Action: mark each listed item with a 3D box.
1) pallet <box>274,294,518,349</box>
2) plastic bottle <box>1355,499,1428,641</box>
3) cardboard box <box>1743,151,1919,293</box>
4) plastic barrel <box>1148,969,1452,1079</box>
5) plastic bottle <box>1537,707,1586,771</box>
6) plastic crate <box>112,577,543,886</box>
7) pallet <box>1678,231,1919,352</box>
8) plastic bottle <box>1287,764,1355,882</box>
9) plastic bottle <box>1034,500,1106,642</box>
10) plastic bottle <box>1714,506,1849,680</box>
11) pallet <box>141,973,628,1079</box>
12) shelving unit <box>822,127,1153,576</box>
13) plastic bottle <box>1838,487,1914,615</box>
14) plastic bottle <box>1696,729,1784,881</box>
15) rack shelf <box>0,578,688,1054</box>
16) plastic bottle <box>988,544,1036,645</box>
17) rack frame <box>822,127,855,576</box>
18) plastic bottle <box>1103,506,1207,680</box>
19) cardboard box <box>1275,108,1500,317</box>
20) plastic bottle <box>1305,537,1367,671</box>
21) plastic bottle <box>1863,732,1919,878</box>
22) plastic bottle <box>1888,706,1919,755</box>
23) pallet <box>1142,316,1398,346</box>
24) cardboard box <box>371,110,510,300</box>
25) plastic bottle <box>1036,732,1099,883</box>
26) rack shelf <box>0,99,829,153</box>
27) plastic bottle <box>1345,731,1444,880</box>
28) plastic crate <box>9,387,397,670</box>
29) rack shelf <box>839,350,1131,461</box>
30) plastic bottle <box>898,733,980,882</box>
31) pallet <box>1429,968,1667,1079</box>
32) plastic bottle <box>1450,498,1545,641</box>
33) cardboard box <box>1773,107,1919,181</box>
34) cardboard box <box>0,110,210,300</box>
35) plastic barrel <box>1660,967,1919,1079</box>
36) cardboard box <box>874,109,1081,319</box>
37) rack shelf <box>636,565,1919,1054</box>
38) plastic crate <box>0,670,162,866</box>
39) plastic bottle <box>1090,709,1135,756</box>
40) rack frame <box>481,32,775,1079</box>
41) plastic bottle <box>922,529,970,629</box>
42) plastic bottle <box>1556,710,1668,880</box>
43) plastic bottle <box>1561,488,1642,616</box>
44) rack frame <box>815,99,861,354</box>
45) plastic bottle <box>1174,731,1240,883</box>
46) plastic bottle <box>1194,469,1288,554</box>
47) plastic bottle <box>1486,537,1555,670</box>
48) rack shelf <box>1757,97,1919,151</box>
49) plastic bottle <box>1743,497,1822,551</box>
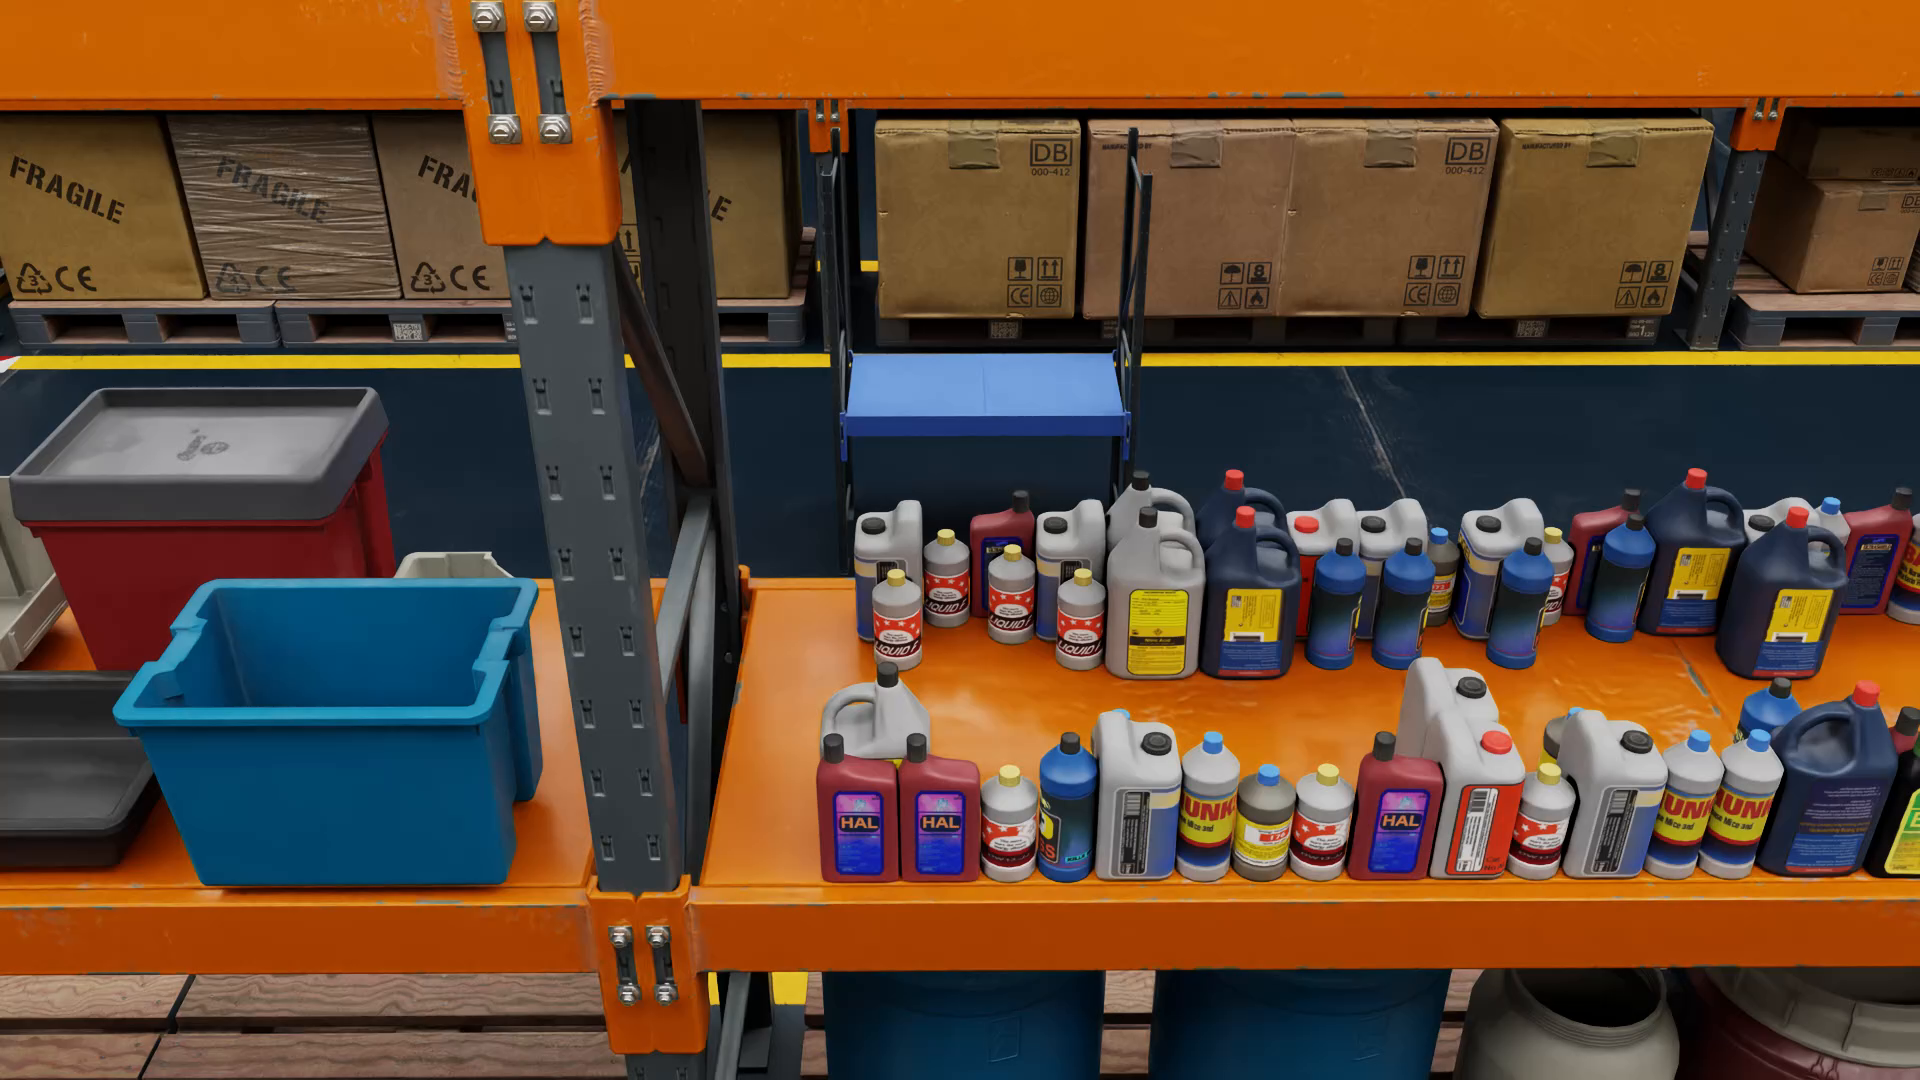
[{"bbox_3d":[-2.550,-1.239,8.088,1.213,0.211,1.003,0,31,0],"label":"pallet"},{"bbox_3d":[0.860,0.052,3.392,0.135,0.276,0.152,0,31,0],"label":"plastic bottle"},{"bbox_3d":[4.104,-1.542,7.886,0.500,0.500,0.700,-2,31,-3],"label":"cardboard box"},{"bbox_3d":[0.716,0.894,3.504,0.708,0.901,0.600,0,31,0],"label":"plastic barrel"},{"bbox_3d":[1.067,0.384,2.917,0.097,0.201,0.097,0,31,0],"label":"plastic bottle"},{"bbox_3d":[-1.001,0.331,2.771,0.575,0.384,0.392,0,31,0],"label":"plastic crate"},{"bbox_3d":[4.215,-1.220,8.057,1.213,0.211,1.003,0,31,0],"label":"pallet"},{"bbox_3d":[0.606,0.464,2.785,0.097,0.201,0.097,0,31,0],"label":"plastic bottle"},{"bbox_3d":[0.221,0.054,3.389,0.135,0.276,0.152,0,31,0],"label":"plastic bottle"},{"bbox_3d":[1.618,0.095,3.250,0.185,0.351,0.144,0,31,0],"label":"plastic bottle"},{"bbox_3d":[-1.271,1.386,3.763,1.213,0.211,1.003,0,31,0],"label":"pallet"},{"bbox_3d":[0.085,-0.641,5.861,1.048,1.500,0.538,0,31,0],"label":"shelving unit"},{"bbox_3d":[1.873,0.022,3.434,0.133,0.283,0.061,0,31,0],"label":"plastic bottle"},{"bbox_3d":[1.300,0.432,2.770,0.097,0.271,0.097,0,31,0],"label":"plastic bottle"},{"bbox_3d":[-2.536,0.485,3.253,4.000,0.370,1.077,0,31,0],"label":"rack shelf"},{"bbox_3d":[0.105,0.104,3.379,0.097,0.201,0.097,0,31,0],"label":"plastic bottle"},{"bbox_3d":[-0.423,-0.640,5.859,0.032,1.500,0.500,0,31,0],"label":"rack frame"},{"bbox_3d":[0.382,0.094,3.250,0.185,0.351,0.144,0,31,0],"label":"plastic bottle"},{"bbox_3d":[1.852,-1.692,7.790,0.875,0.875,1.225,0,31,0],"label":"cardboard box"},{"bbox_3d":[0.745,0.119,3.286,0.097,0.271,0.097,0,31,0],"label":"plastic bottle"},{"bbox_3d":[1.601,0.436,2.753,0.133,0.283,0.061,0,31,0],"label":"plastic bottle"},{"bbox_3d":[1.600,0.404,2.805,0.133,0.283,0.061,0,31,0],"label":"plastic bottle"},{"bbox_3d":[1.428,-1.253,8.111,1.213,0.211,1.003,0,31,0],"label":"pallet"},{"bbox_3d":[-2.127,-1.706,7.813,0.875,0.875,0.875,0,31,0],"label":"cardboard box"},{"bbox_3d":[0.179,0.436,2.764,0.097,0.271,0.097,0,31,0],"label":"plastic bottle"},{"bbox_3d":[-2.566,-2.084,7.487,4.000,0.370,1.077,0,31,0],"label":"rack shelf"},{"bbox_3d":[0.721,0.438,2.748,0.133,0.283,0.061,0,31,0],"label":"plastic bottle"},{"bbox_3d":[-1.431,-0.009,3.254,0.583,0.464,0.402,0,31,0],"label":"plastic crate"},{"bbox_3d":[0.085,-0.488,5.955,1.000,0.185,0.538,0,31,0],"label":"rack shelf"},{"bbox_3d":[-0.034,0.441,2.744,0.133,0.283,0.061,0,31,0],"label":"plastic bottle"},{"bbox_3d":[1.459,1.377,3.777,1.213,0.211,1.003,0,31,0],"label":"pallet"},{"bbox_3d":[1.092,0.051,3.393,0.135,0.276,0.152,0,31,0],"label":"plastic bottle"},{"bbox_3d":[4.104,-1.868,7.700,0.500,0.250,0.500,1,31,2],"label":"cardboard box"},{"bbox_3d":[-3.927,-1.700,7.804,0.875,0.875,0.875,0,31,0],"label":"cardboard box"},{"bbox_3d":[1.845,1.024,3.591,0.708,0.588,0.600,0,31,0],"label":"plastic barrel"},{"bbox_3d":[0.074,-1.682,7.773,0.875,0.875,1.225,0,31,0],"label":"cardboard box"},{"bbox_3d":[1.464,0.472,3.273,4.000,0.370,1.077,0,31,0],"label":"rack shelf"},{"bbox_3d":[-1.654,0.406,2.897,0.590,0.125,0.437,0,31,0],"label":"plastic crate"},{"bbox_3d":[0.275,0.386,2.913,0.097,0.201,0.097,0,31,0],"label":"plastic bottle"},{"bbox_3d":[-0.536,0.171,3.076,0.127,3.000,1.000,0,31,0],"label":"rack frame"},{"bbox_3d":[-0.028,0.073,3.430,0.097,0.201,0.097,0,31,0],"label":"plastic bottle"},{"bbox_3d":[1.087,0.417,2.791,0.135,0.276,0.152,0,31,0],"label":"plastic bottle"},{"bbox_3d":[1.323,0.024,3.431,0.133,0.283,0.061,0,31,0],"label":"plastic bottle"},{"bbox_3d":[-0.566,-2.398,7.311,0.127,3.000,1.000,0,31,0],"label":"rack frame"},{"bbox_3d":[0.411,0.435,2.765,0.097,0.271,0.097,0,31,0],"label":"plastic bottle"},{"bbox_3d":[0.566,0.019,3.374,0.185,0.351,0.144,0,31,0],"label":"plastic bottle"},{"bbox_3d":[1.111,0.118,3.288,0.097,0.271,0.097,0,31,0],"label":"plastic bottle"},{"bbox_3d":[5.434,-2.109,7.528,4.000,0.370,1.077,0,31,0],"label":"rack shelf"},{"bbox_3d":[1.642,0.050,3.396,0.135,0.276,0.152,0,31,0],"label":"plastic bottle"}]
